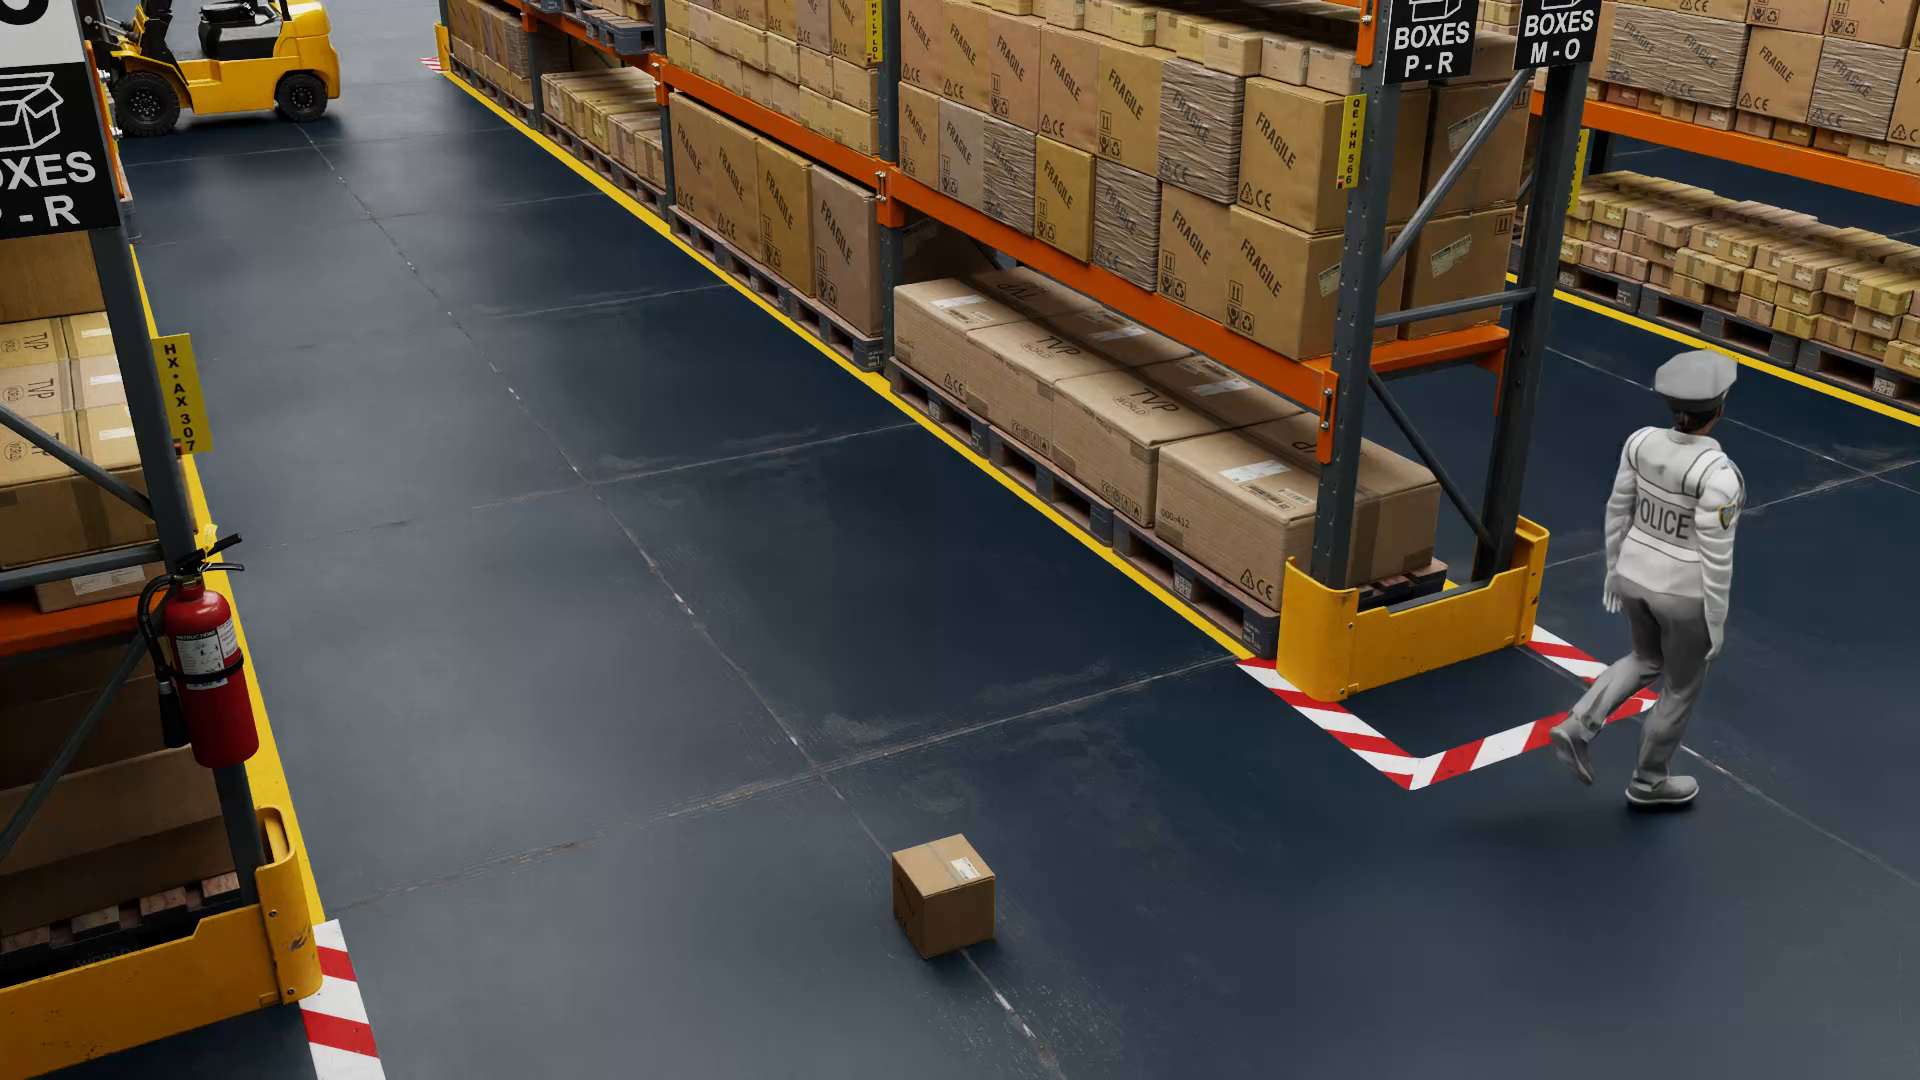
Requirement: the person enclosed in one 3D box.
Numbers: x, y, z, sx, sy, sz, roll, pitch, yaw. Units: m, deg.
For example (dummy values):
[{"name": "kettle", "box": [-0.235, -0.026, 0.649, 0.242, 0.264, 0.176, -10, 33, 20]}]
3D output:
[{"name": "person", "box": [2.392, 0.167, 5.688, 0.542, 1.671, 0.512, -10, 28, -21]}]
